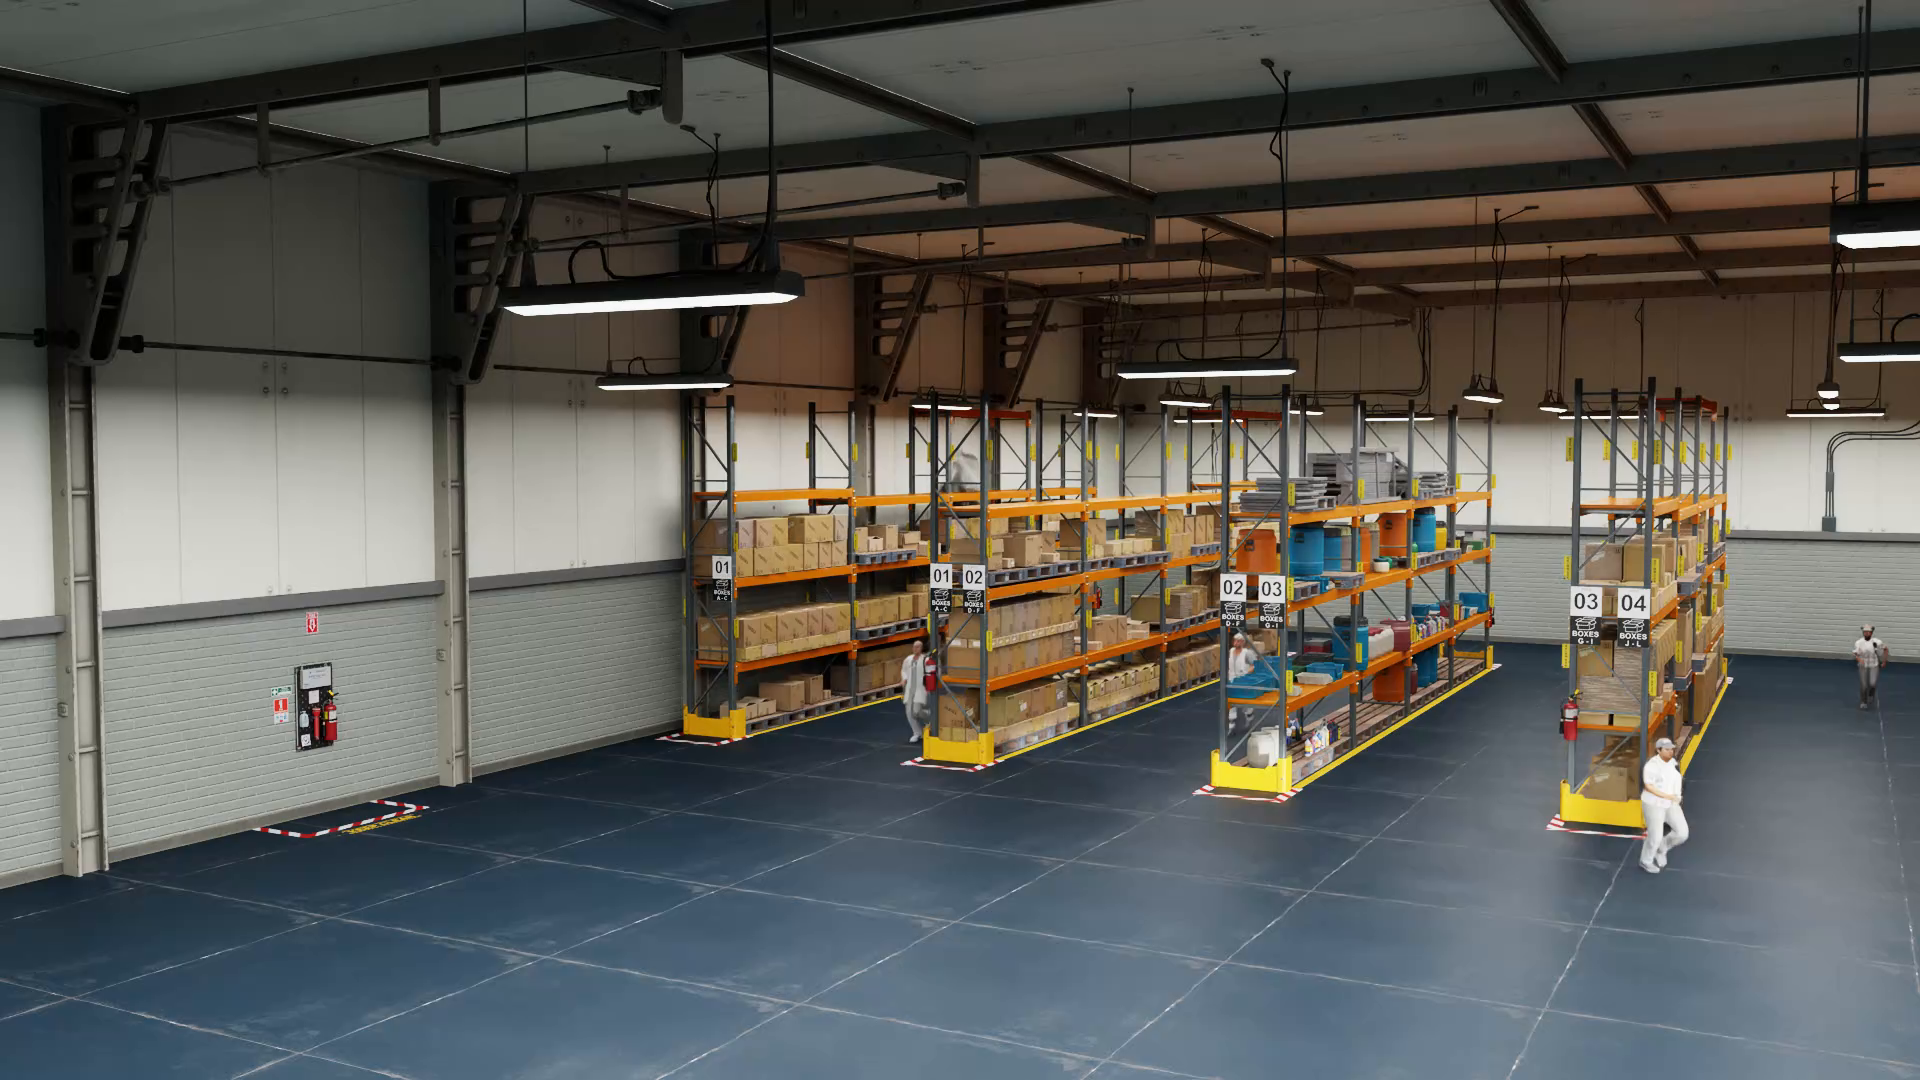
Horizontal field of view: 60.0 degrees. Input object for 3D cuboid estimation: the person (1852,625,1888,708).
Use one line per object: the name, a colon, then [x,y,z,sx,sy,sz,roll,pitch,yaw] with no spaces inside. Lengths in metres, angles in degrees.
person: [17.700,2.470,32.352,0.600,1.652,0.695,2,4,31]

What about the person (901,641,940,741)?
person: [-0.736,2.614,28.918,0.711,1.720,0.637,2,3,27]

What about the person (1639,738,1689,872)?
person: [8.361,3.148,19.720,0.585,1.621,0.657,-1,3,-21]

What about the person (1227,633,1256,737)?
person: [4.977,2.550,29.548,0.658,1.799,0.901,2,4,33]
